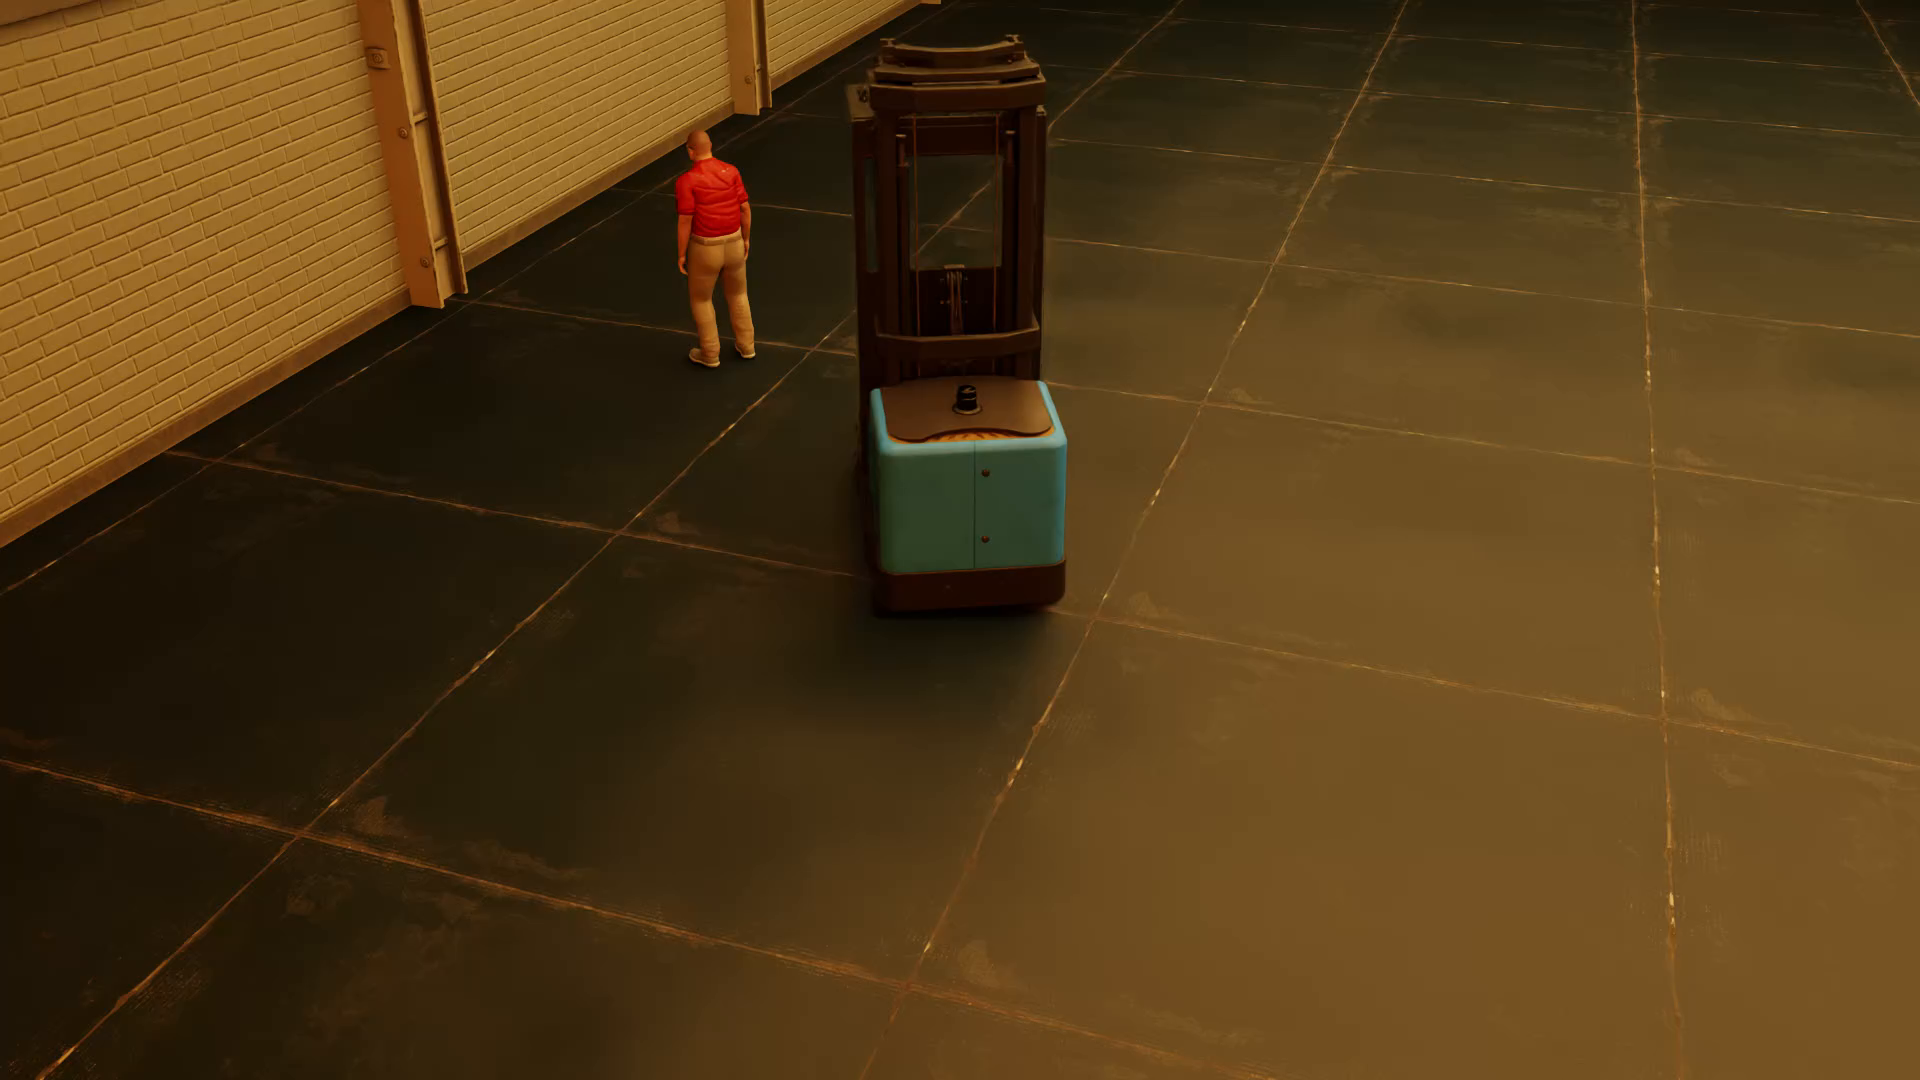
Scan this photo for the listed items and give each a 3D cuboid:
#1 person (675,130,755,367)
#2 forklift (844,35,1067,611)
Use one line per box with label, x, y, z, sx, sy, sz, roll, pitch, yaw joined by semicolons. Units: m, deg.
person;-1.782;-2.107;12.048;0.593;1.725;0.398;-19;35;-29
forklift;-0.092;-1.582;9.912;1.130;2.935;3.031;-3;30;-6
